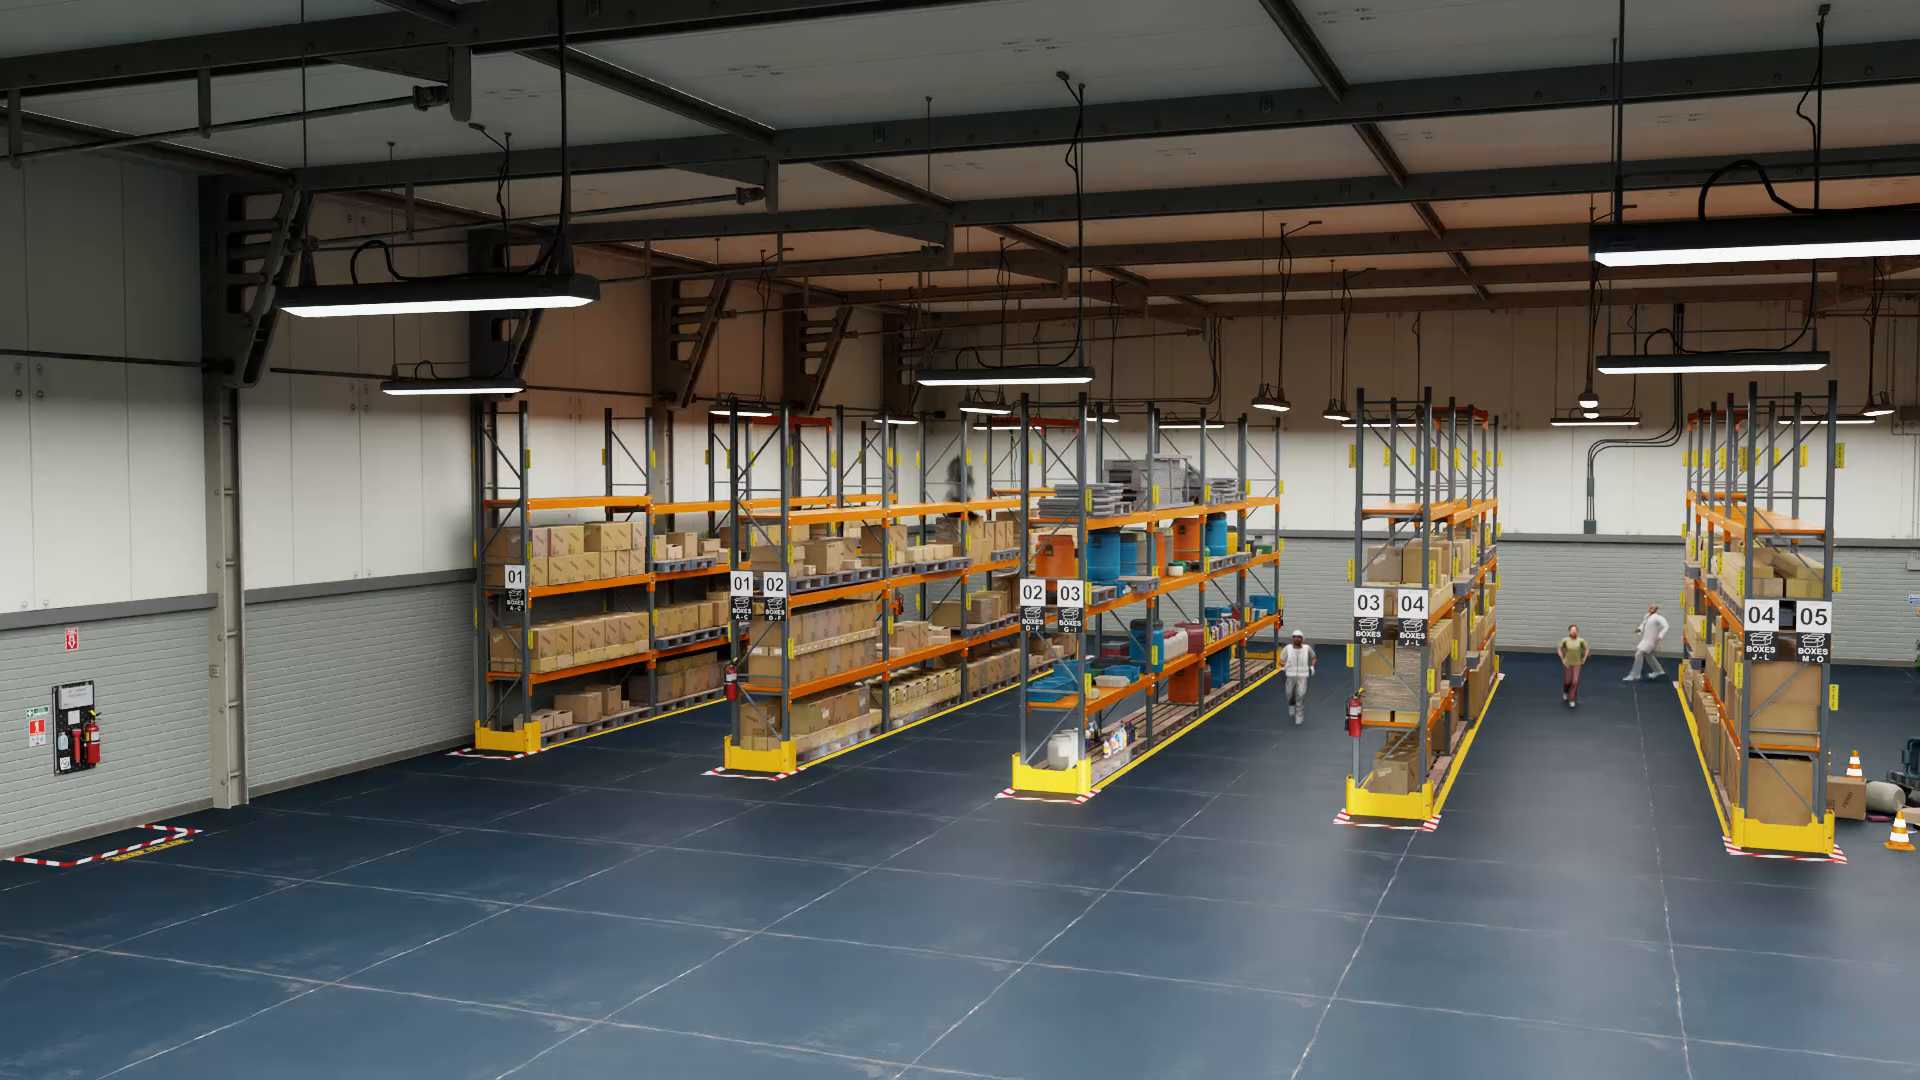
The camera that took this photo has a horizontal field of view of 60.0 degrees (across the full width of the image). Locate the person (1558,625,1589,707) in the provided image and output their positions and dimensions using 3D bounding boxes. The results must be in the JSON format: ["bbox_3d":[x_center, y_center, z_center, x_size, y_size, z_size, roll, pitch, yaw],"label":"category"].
[{"bbox_3d":[12.491,2.541,33.864,0.600,1.644,0.605,1,3,15],"label":"person"}]

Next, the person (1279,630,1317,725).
[{"bbox_3d":[6.385,2.590,31.520,0.678,1.759,0.892,1,3,13],"label":"person"}]

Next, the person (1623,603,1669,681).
[{"bbox_3d":[15.480,2.303,37.419,0.954,1.782,0.756,0,3,2],"label":"person"}]

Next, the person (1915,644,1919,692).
[{"bbox_3d":[20.883,2.398,35.696,0.627,1.741,0.656,1,3,12],"label":"person"}]
